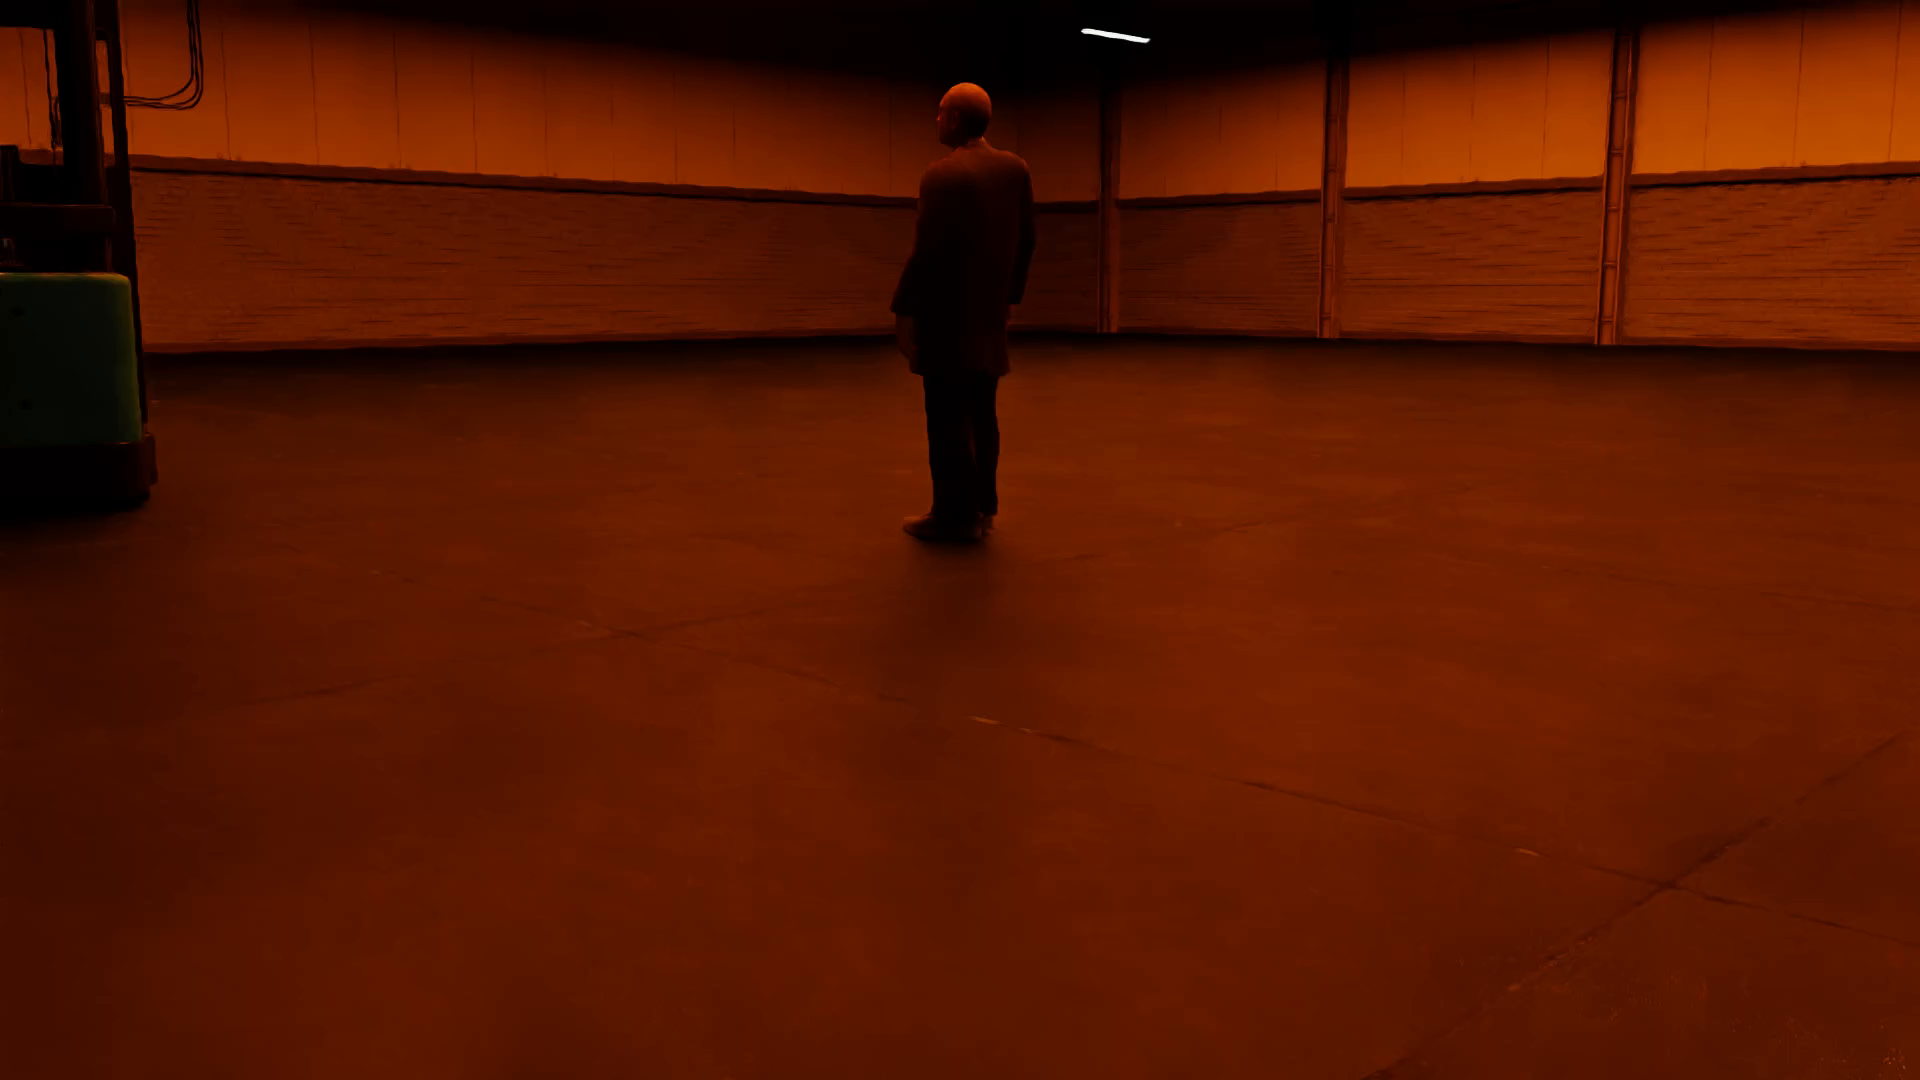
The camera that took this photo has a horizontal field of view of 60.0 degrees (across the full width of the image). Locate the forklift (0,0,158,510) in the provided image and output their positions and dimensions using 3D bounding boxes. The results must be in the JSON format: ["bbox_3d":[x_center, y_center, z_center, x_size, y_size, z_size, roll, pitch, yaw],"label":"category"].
[{"bbox_3d":[-4.850,-1.755,8.526,1.130,2.935,3.031,-4,10,-26],"label":"forklift"}]

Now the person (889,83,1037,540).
[{"bbox_3d":[-0.062,-0.896,6.650,0.580,1.776,0.694,8,12,43],"label":"person"}]
